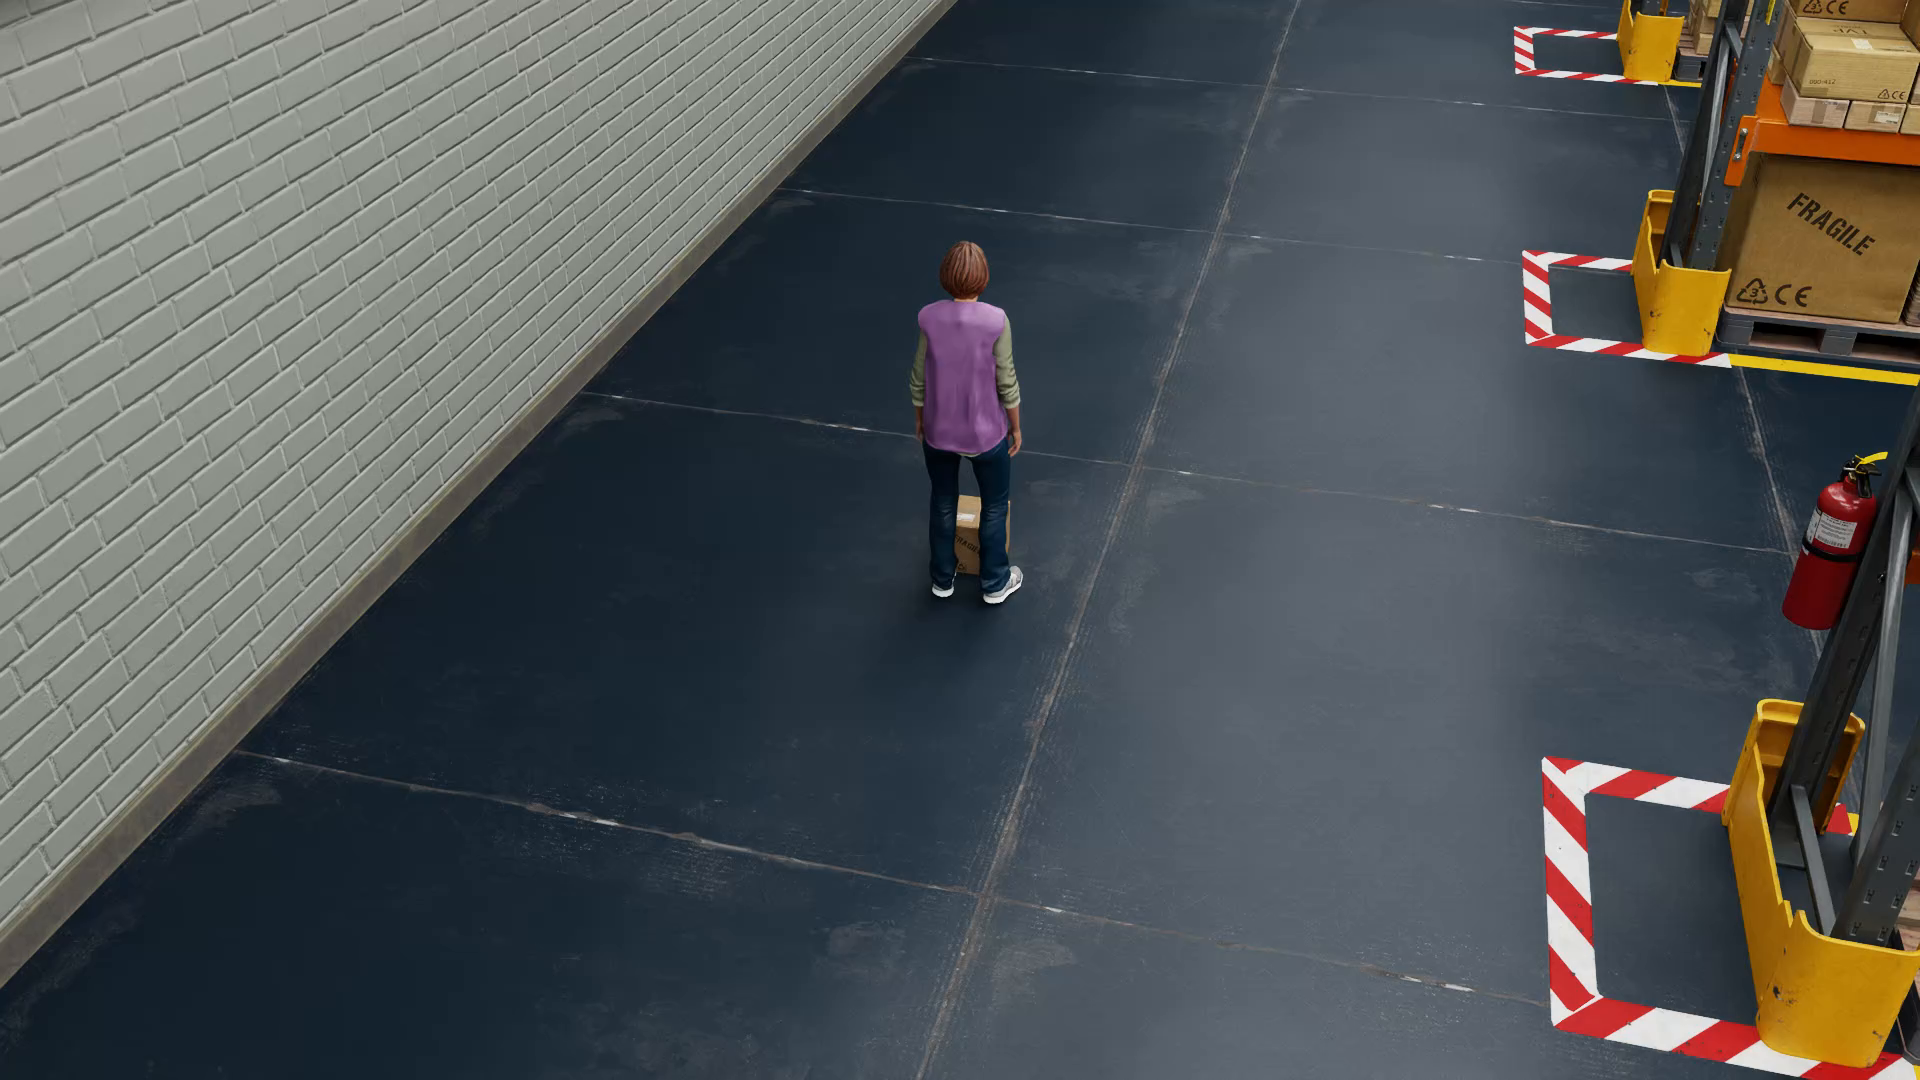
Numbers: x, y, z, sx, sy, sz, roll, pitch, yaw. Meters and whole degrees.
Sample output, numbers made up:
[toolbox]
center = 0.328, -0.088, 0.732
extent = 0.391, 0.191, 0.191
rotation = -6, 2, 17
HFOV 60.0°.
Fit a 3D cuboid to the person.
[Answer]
[person]
center = 0.024, -0.360, 6.885
extent = 0.460, 1.388, 0.341
rotation = 8, 34, 11
